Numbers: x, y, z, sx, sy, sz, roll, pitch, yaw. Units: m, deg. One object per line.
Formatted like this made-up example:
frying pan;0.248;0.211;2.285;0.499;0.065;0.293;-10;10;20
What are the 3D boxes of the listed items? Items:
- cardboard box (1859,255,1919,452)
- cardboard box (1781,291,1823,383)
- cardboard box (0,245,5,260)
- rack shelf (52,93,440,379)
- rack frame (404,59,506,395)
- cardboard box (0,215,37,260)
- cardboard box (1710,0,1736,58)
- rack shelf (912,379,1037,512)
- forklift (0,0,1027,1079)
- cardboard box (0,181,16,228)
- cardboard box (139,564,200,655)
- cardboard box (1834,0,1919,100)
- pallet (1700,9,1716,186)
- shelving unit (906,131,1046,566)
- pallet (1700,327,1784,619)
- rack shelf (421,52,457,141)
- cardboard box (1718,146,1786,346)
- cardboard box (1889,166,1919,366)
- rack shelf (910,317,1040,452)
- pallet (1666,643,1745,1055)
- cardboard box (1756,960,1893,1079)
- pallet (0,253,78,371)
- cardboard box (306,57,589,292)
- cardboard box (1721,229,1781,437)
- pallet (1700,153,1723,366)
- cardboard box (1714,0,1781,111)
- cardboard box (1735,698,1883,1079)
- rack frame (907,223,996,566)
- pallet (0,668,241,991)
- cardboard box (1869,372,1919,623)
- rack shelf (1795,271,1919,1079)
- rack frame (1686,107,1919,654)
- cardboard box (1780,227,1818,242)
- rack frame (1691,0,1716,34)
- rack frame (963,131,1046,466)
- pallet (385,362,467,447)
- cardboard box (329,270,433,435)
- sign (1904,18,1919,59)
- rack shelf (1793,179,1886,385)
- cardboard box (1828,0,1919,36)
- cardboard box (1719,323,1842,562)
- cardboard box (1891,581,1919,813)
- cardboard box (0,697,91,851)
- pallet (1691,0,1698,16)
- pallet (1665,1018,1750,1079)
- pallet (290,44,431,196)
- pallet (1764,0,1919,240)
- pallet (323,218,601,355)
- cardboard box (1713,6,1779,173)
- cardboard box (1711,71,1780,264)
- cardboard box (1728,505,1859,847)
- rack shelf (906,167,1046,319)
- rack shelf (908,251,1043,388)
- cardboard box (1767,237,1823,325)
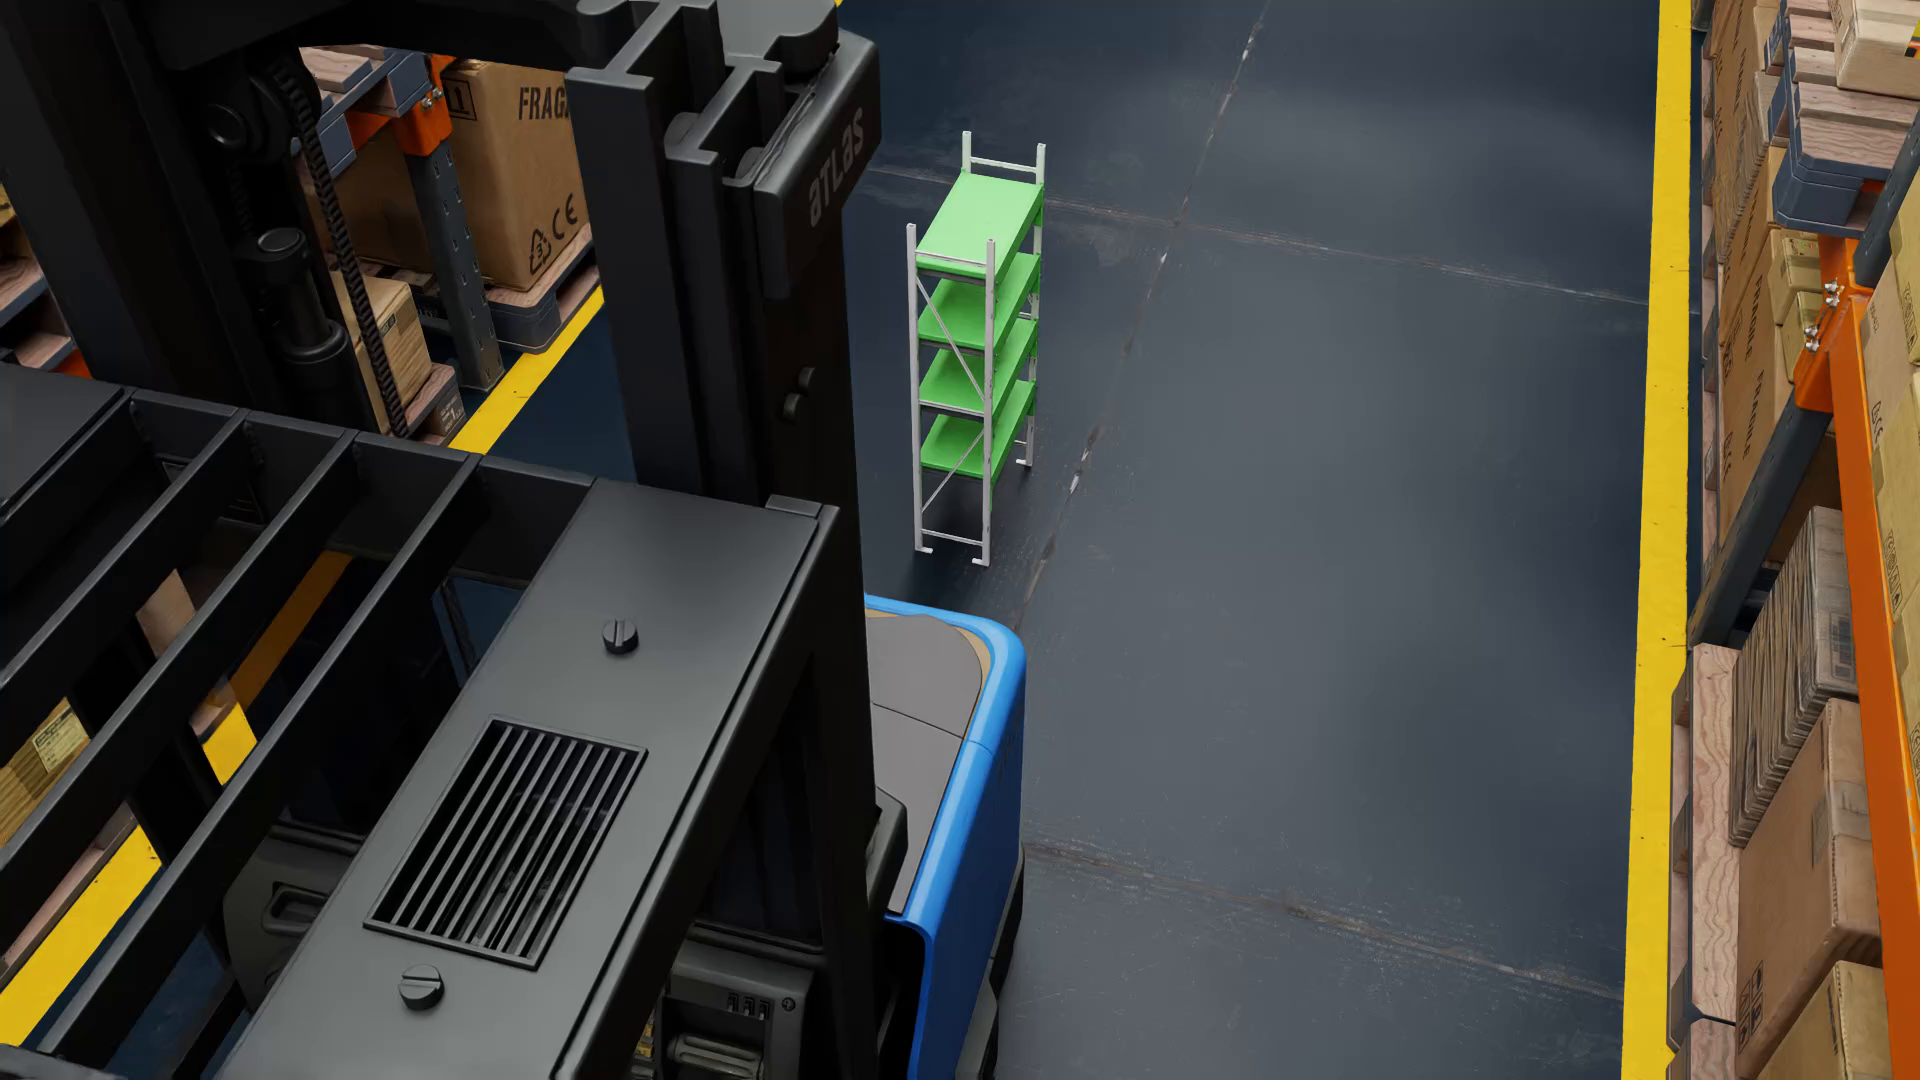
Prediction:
cardboard box;2.273;-0.376;3.597;0.500;0.250;0.500;13;46;13
cardboard box;2.548;-0.545;4.686;0.380;0.149;0.250;10;45;11
cardboard box;-2.363;-0.650;3.649;0.380;0.149;0.250;13;46;13
rack shelf;-2.698;-0.133;3.755;1.077;0.370;4.000;13;46;13
rack frame;-2.092;-1.723;4.866;1.000;3.000;0.127;13;46;13
cardboard box;-2.167;-0.791;3.793;0.380;0.149;0.250;13;46;13
cardboard box;3.490;-2.322;6.965;0.500;0.500;0.500;14;46;14
rack shelf;0.050;-0.322;5.156;0.258;0.148;0.480;13;46;13
forklift;-0.726;0.806;2.331;1.130;2.935;3.031;11;45;11
cardboard box;-2.262;-0.970;3.512;0.500;0.500;0.500;10;45;10
cardboard box;-2.488;-0.066;4.751;0.950;0.372;0.625;12;46;12
cardboard box;2.473;-1.254;4.266;0.380;0.149;0.250;13;46;13
pallet;3.641;-1.793;6.932;1.003;0.211;1.213;13;46;13
shelving unit;0.050;-0.539;4.943;0.258;1.200;0.503;13;46;13
pallet;2.902;-0.167;5.270;1.003;0.211;1.213;13;46;13
rack shelf;-1.486;-2.799;6.480;1.077;0.370;4.000;13;46;13
cardboard box;2.881;-0.939;5.552;0.500;0.500;0.500;14;46;14
cardboard box;2.249;-0.560;3.428;0.500;0.250;0.500;12;46;12
rack shelf;0.050;-0.494;4.988;0.258;0.148;0.480;13;46;13
pallet;2.353;0.863;4.217;1.003;0.211;1.213;13;46;13
cardboard box;2.044;1.323;3.150;0.875;0.625;0.625;11;45;11
pallet;-2.652;-0.326;3.576;1.003;0.211;1.213;13;46;13
cardboard box;-1.803;-1.556;5.915;0.875;0.875;0.875;12;46;12
cardboard box;2.725;-0.590;5.195;0.500;0.500;0.500;12;46;12
pallet;3.273;-0.978;6.098;1.003;0.211;1.213;13;46;13
cardboard box;3.338;-1.965;6.601;0.500;0.500;0.500;12;46;12
cardboard box;2.248;0.875;3.609;0.875;0.625;0.625;14;46;14
rack frame;-0.024;-0.377;4.777;0.240;1.200;0.015;13;46;13
pallet;-2.701;0.605;4.481;1.003;0.211;1.213;13;46;13
cardboard box;2.116;-0.042;3.256;0.500;0.250;0.500;12;46;12
rack shelf;2.034;0.916;2.683;1.077;0.370;4.000;13;46;13
rack frame;2.640;-0.674;3.794;1.000;3.000;0.127;13;46;13
cardboard box;2.723;-0.900;5.048;0.380;0.149;0.250;11;45;11
rack frame;3.851;-3.340;6.519;1.000;3.000;0.127;13;46;13
rack frame;0.124;-0.702;5.109;0.240;1.200;0.015;13;46;13
pallet;-2.330;-0.206;5.309;1.003;0.211;1.213;13;46;13
cardboard box;-2.272;-0.559;5.255;0.950;0.372;0.625;10;45;10
sign;2.120;-1.168;3.528;0.100;0.325;0.005;13;46;13
rack shelf;3.246;-1.750;5.408;1.077;0.370;4.000;13;46;13
cardboard box;2.651;-1.542;4.488;0.500;0.250;0.500;11;45;11
cardboard box;2.563;-0.258;4.856;0.500;0.500;0.500;14;46;14
cardboard box;1.966;0.303;2.903;0.500;0.250;0.500;11;45;11
cardboard box;-2.723;0.439;4.236;0.950;0.372;0.625;14;46;14
pallet;4.060;-2.801;7.962;1.003;0.211;1.213;13;46;13
pallet;1.982;1.674;3.389;1.003;0.211;1.213;13;46;13
pallet;-2.206;-1.157;4.425;1.213;0.211;1.003;13;46;13
pallet;2.778;-1.072;4.338;1.213;0.211;1.003;13;46;13
pallet;-1.781;-1.236;6.362;1.003;0.211;1.213;13;46;13
cardboard box;3.183;-1.633;6.262;0.500;0.500;0.500;11;45;11
cardboard box;3.020;-1.289;5.910;0.500;0.500;0.500;11;45;11
cardboard box;2.438;0.437;4.056;0.875;0.625;0.625;14;46;14
rack shelf;0.050;-0.837;4.652;0.258;0.148;0.480;13;46;13
rack shelf;0.050;-0.665;4.820;0.258;0.148;0.480;13;46;13
cardboard box;2.601;-0.734;4.879;0.380;0.149;0.250;10;45;10
